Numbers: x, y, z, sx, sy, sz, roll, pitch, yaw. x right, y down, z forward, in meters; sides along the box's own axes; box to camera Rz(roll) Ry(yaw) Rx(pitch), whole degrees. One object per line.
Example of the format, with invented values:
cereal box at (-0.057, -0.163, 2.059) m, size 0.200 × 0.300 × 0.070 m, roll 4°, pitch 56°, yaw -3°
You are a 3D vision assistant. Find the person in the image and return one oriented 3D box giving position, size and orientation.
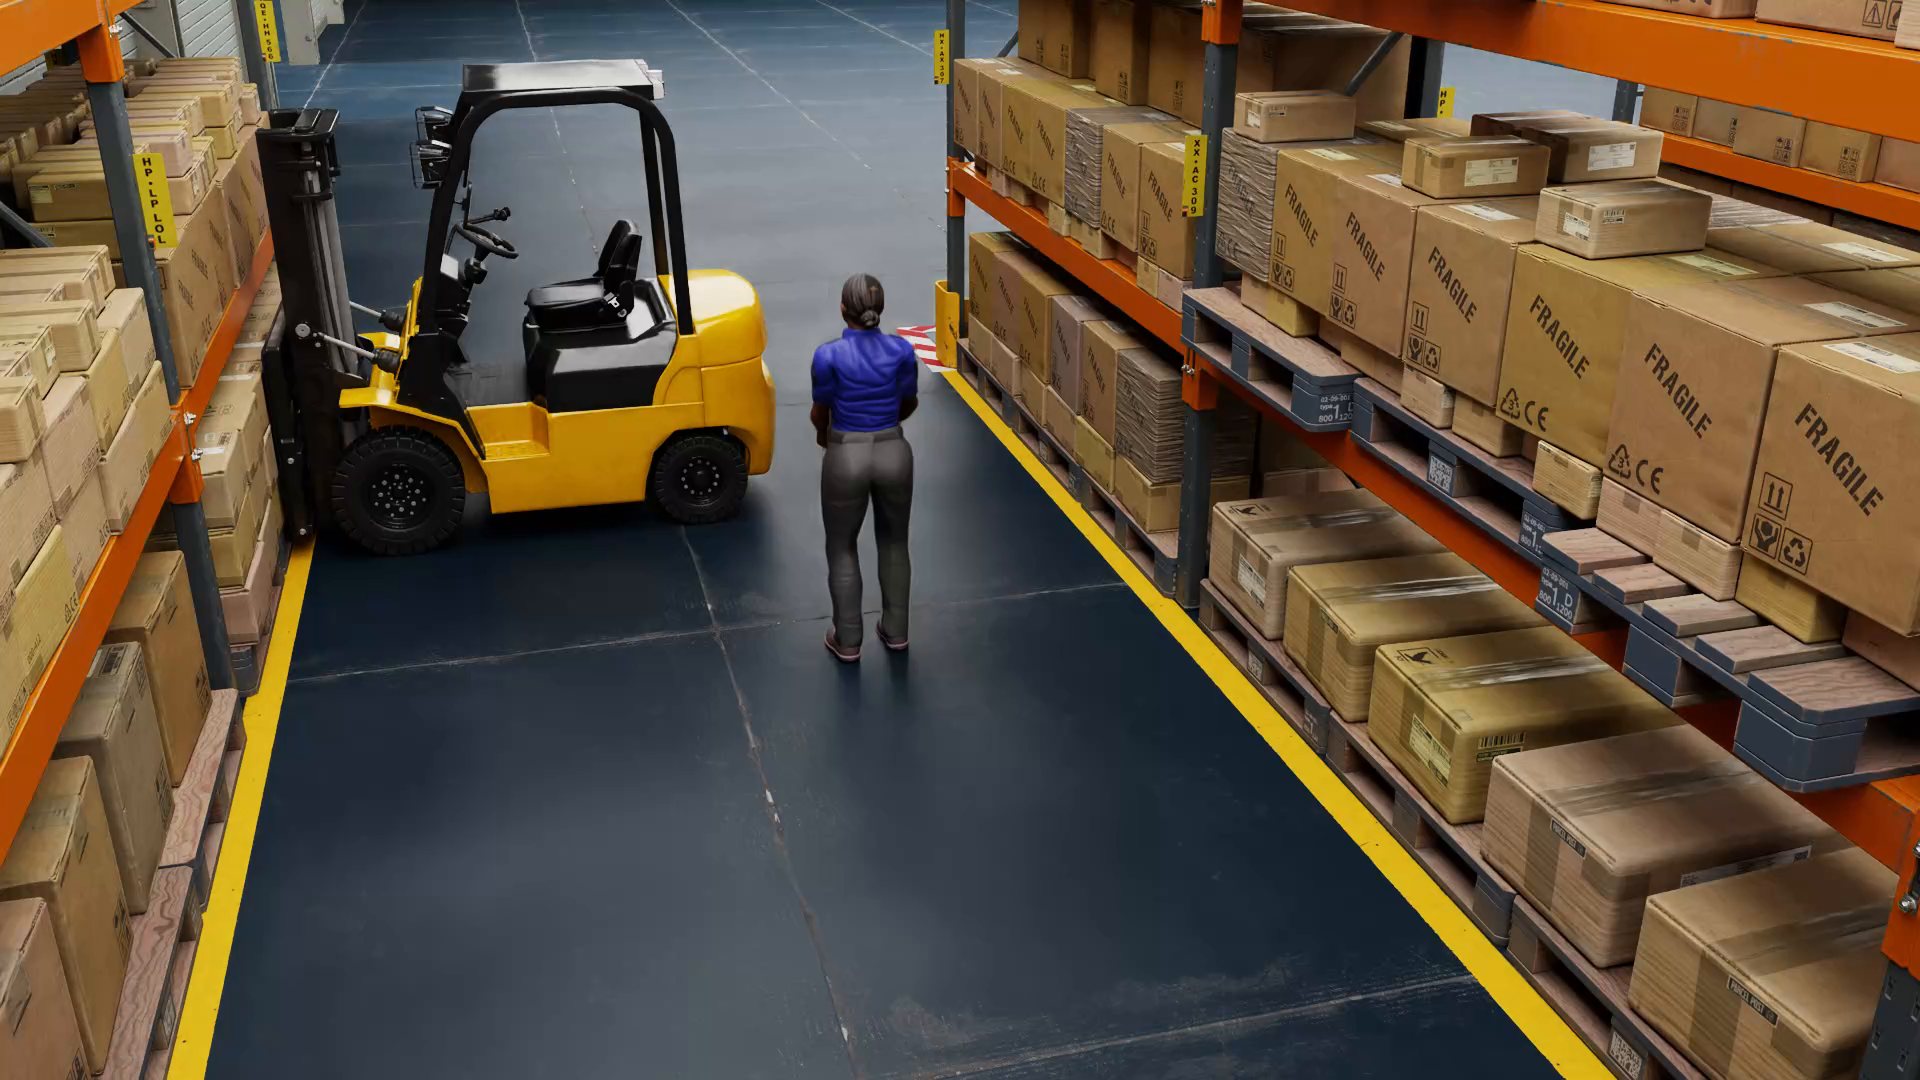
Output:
person at (-0.399, -0.321, 6.868) m, size 0.449 × 1.655 × 0.500 m, roll -6°, pitch 24°, yaw -14°
